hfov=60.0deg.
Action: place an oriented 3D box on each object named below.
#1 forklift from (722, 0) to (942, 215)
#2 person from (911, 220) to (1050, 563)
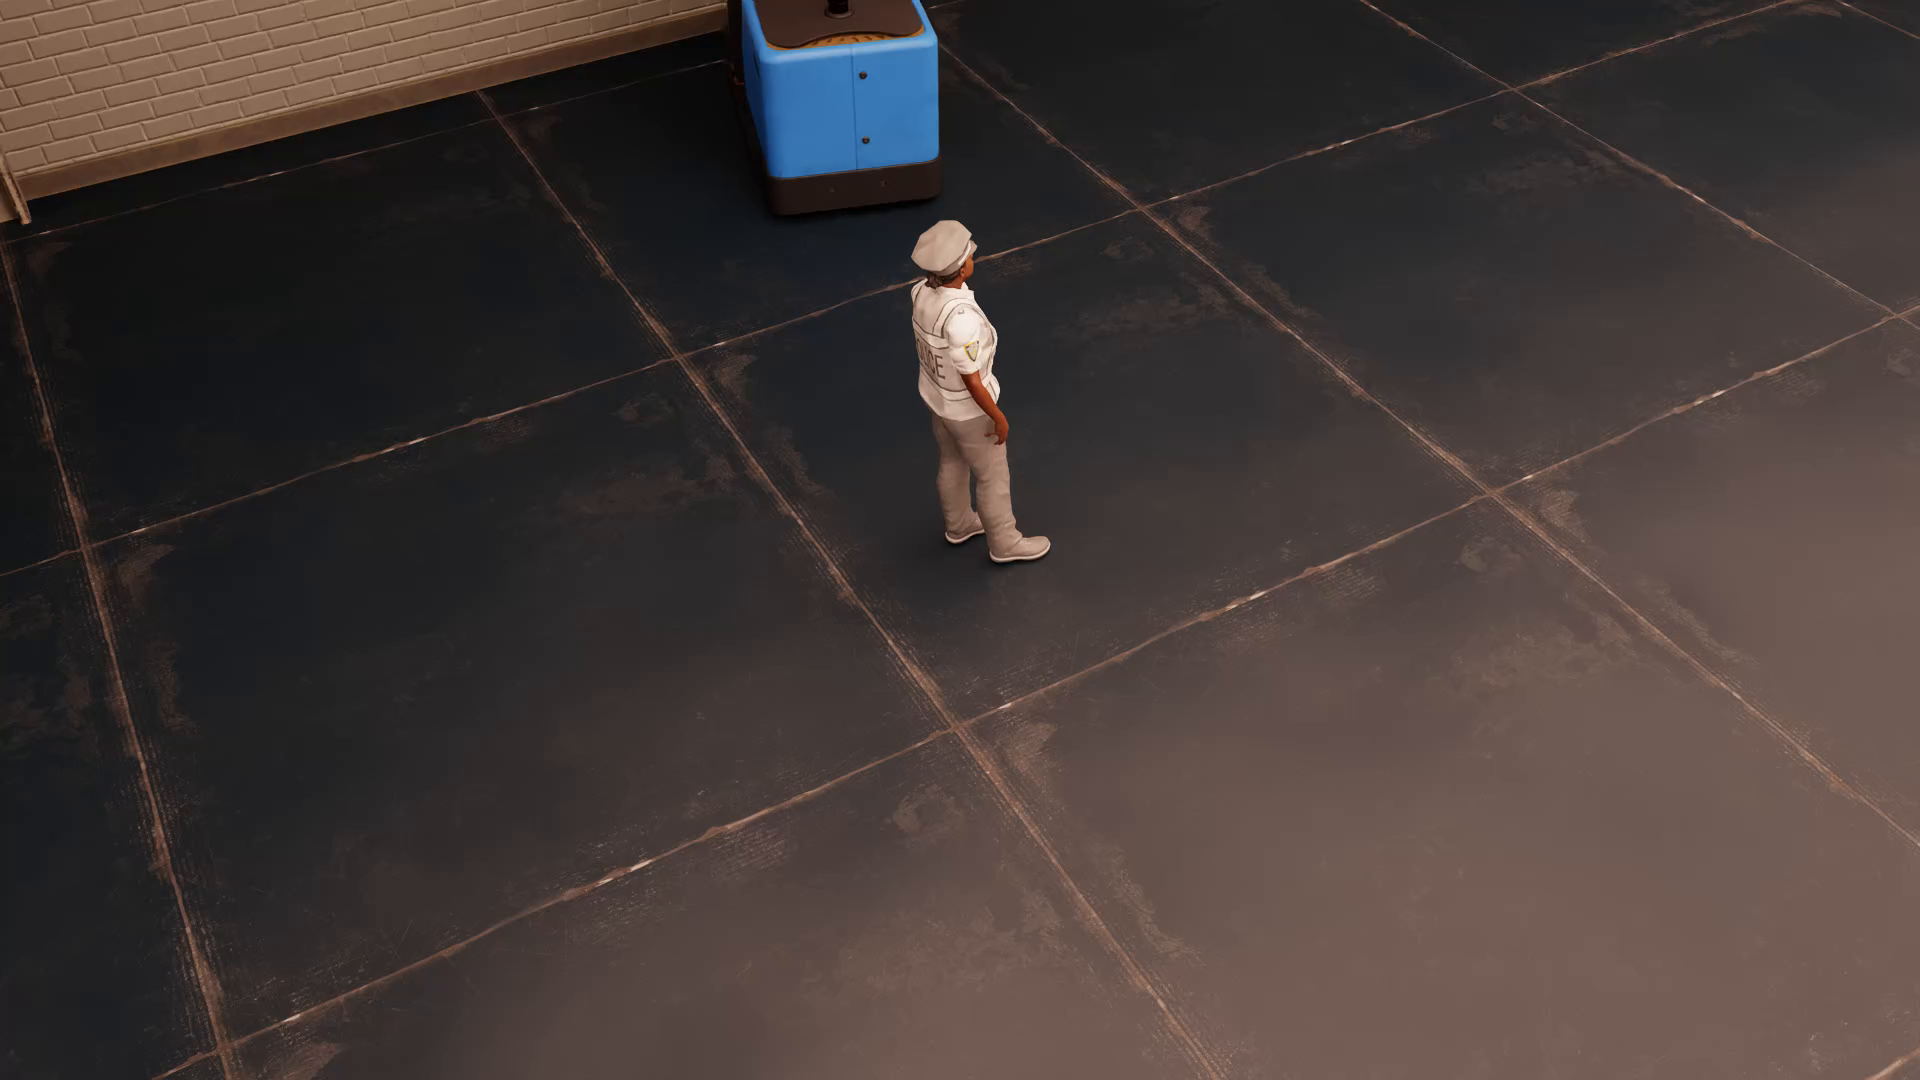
[{"bbox_3d":[-0.940,-4.007,10.019,1.130,2.935,3.031,-9,44,-10],"label":"forklift"},{"bbox_3d":[0.075,-0.640,7.287,0.528,1.695,0.569,-21,47,-21],"label":"person"}]
